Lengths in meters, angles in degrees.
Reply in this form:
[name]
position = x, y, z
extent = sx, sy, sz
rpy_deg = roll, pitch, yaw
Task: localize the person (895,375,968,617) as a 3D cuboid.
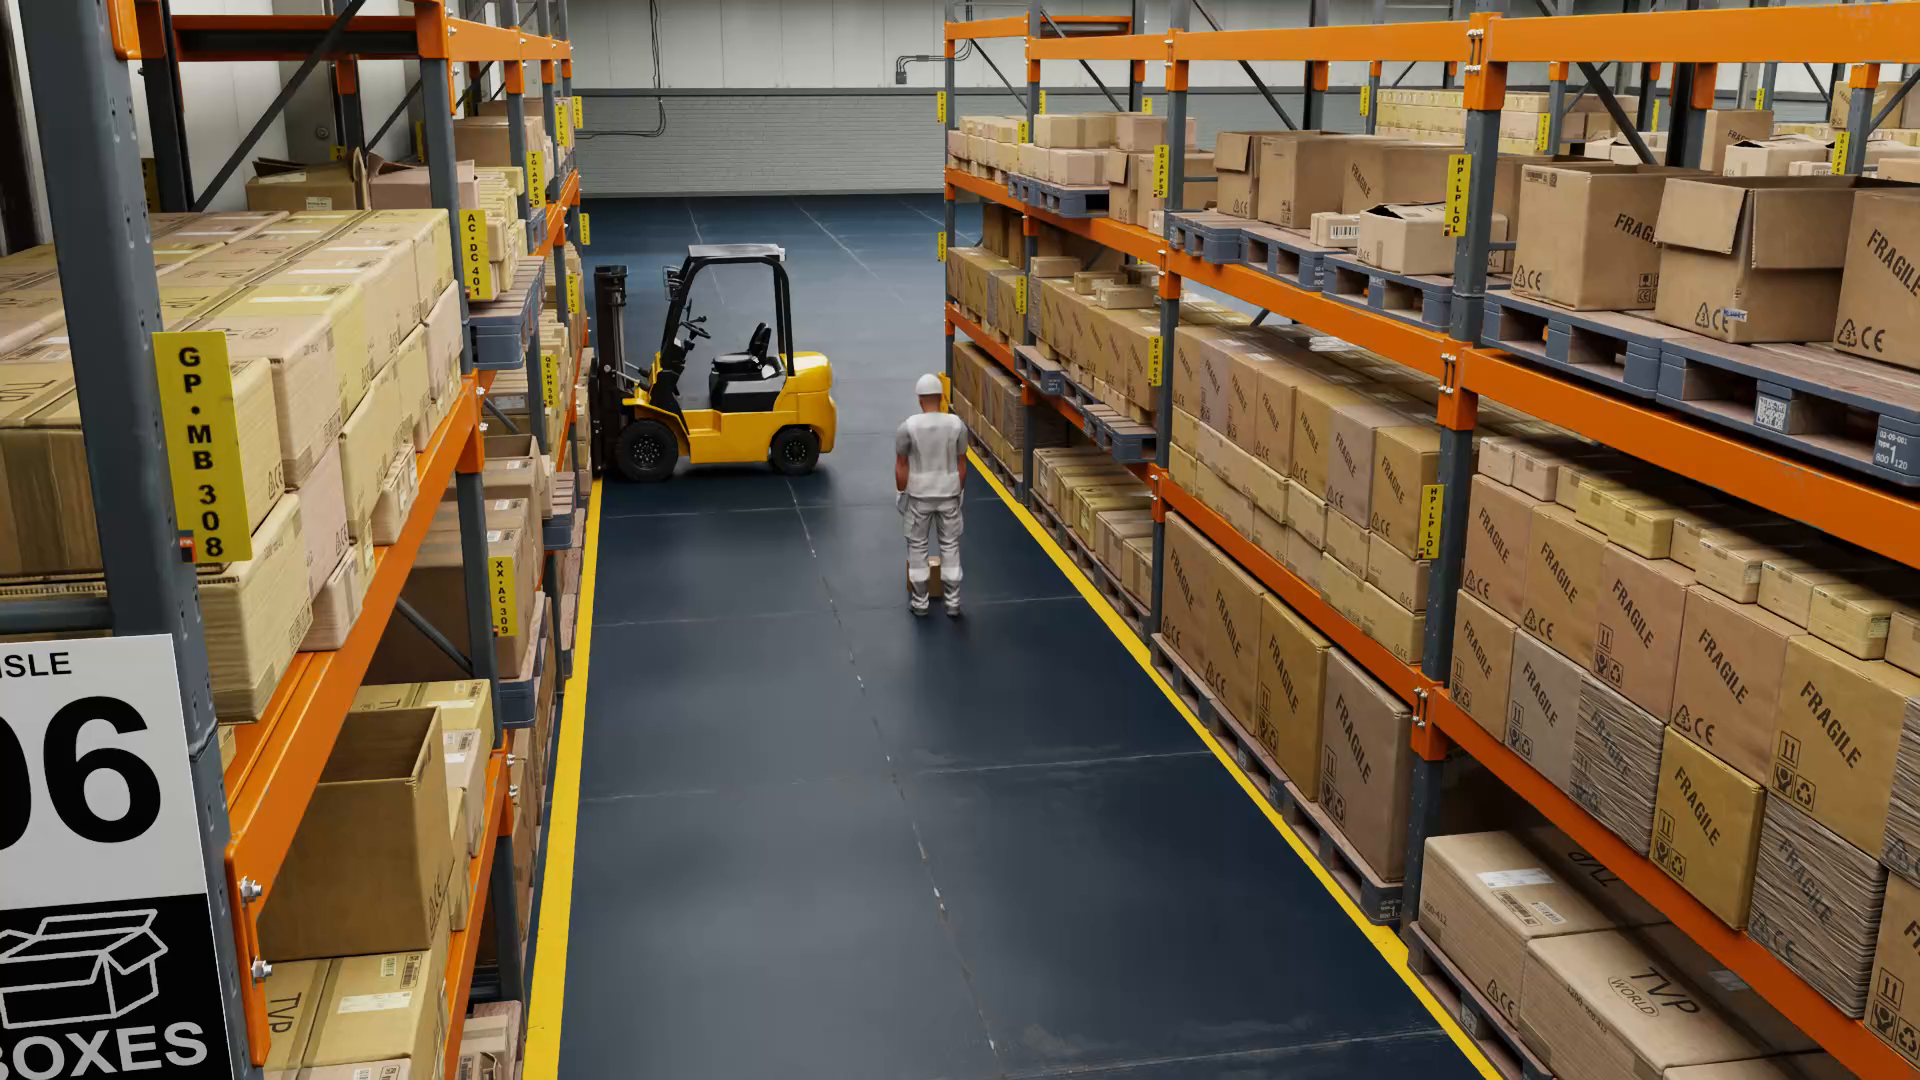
[person]
position = -0.211, -0.319, 12.118
extent = 0.528, 1.782, 0.357
rpy_deg = -3, 16, -9
